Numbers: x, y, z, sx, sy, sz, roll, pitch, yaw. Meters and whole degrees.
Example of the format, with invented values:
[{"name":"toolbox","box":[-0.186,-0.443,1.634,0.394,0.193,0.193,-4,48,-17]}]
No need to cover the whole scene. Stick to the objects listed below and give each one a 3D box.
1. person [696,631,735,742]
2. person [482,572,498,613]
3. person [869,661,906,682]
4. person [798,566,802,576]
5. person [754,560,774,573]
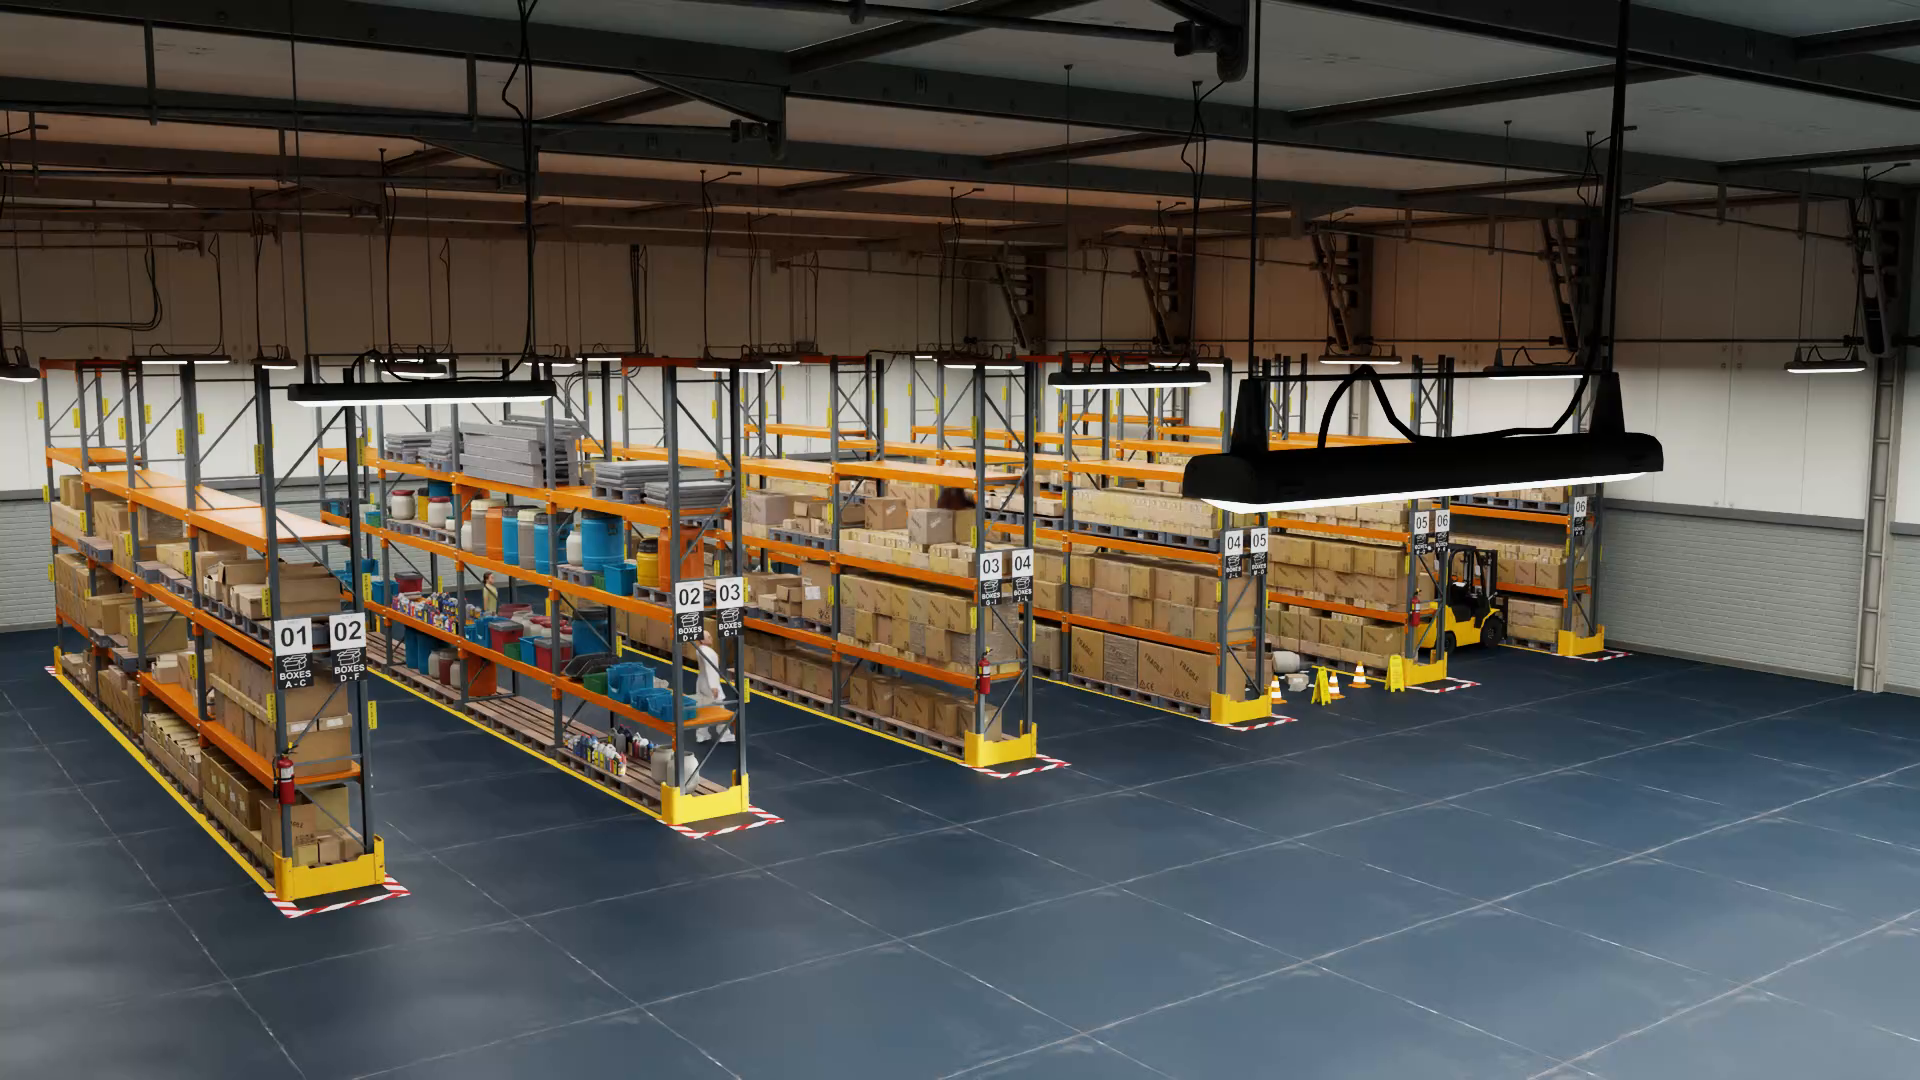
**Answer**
[{"name":"person","box":[-3.889,2.299,26.307,0.646,1.769,0.617,-5,8,-36]},{"name":"person","box":[-9.440,1.471,33.669,0.524,1.688,0.494,-2,7,-13]},{"name":"person","box":[-1.353,1.787,30.781,0.627,1.722,1.014,-4,8,-33]},{"name":"person","box":[-3.917,0.416,41.962,0.605,1.779,0.410,4,8,29]},{"name":"person","box":[-4.365,1.126,37.036,0.546,1.590,0.648,-5,8,-34]}]
